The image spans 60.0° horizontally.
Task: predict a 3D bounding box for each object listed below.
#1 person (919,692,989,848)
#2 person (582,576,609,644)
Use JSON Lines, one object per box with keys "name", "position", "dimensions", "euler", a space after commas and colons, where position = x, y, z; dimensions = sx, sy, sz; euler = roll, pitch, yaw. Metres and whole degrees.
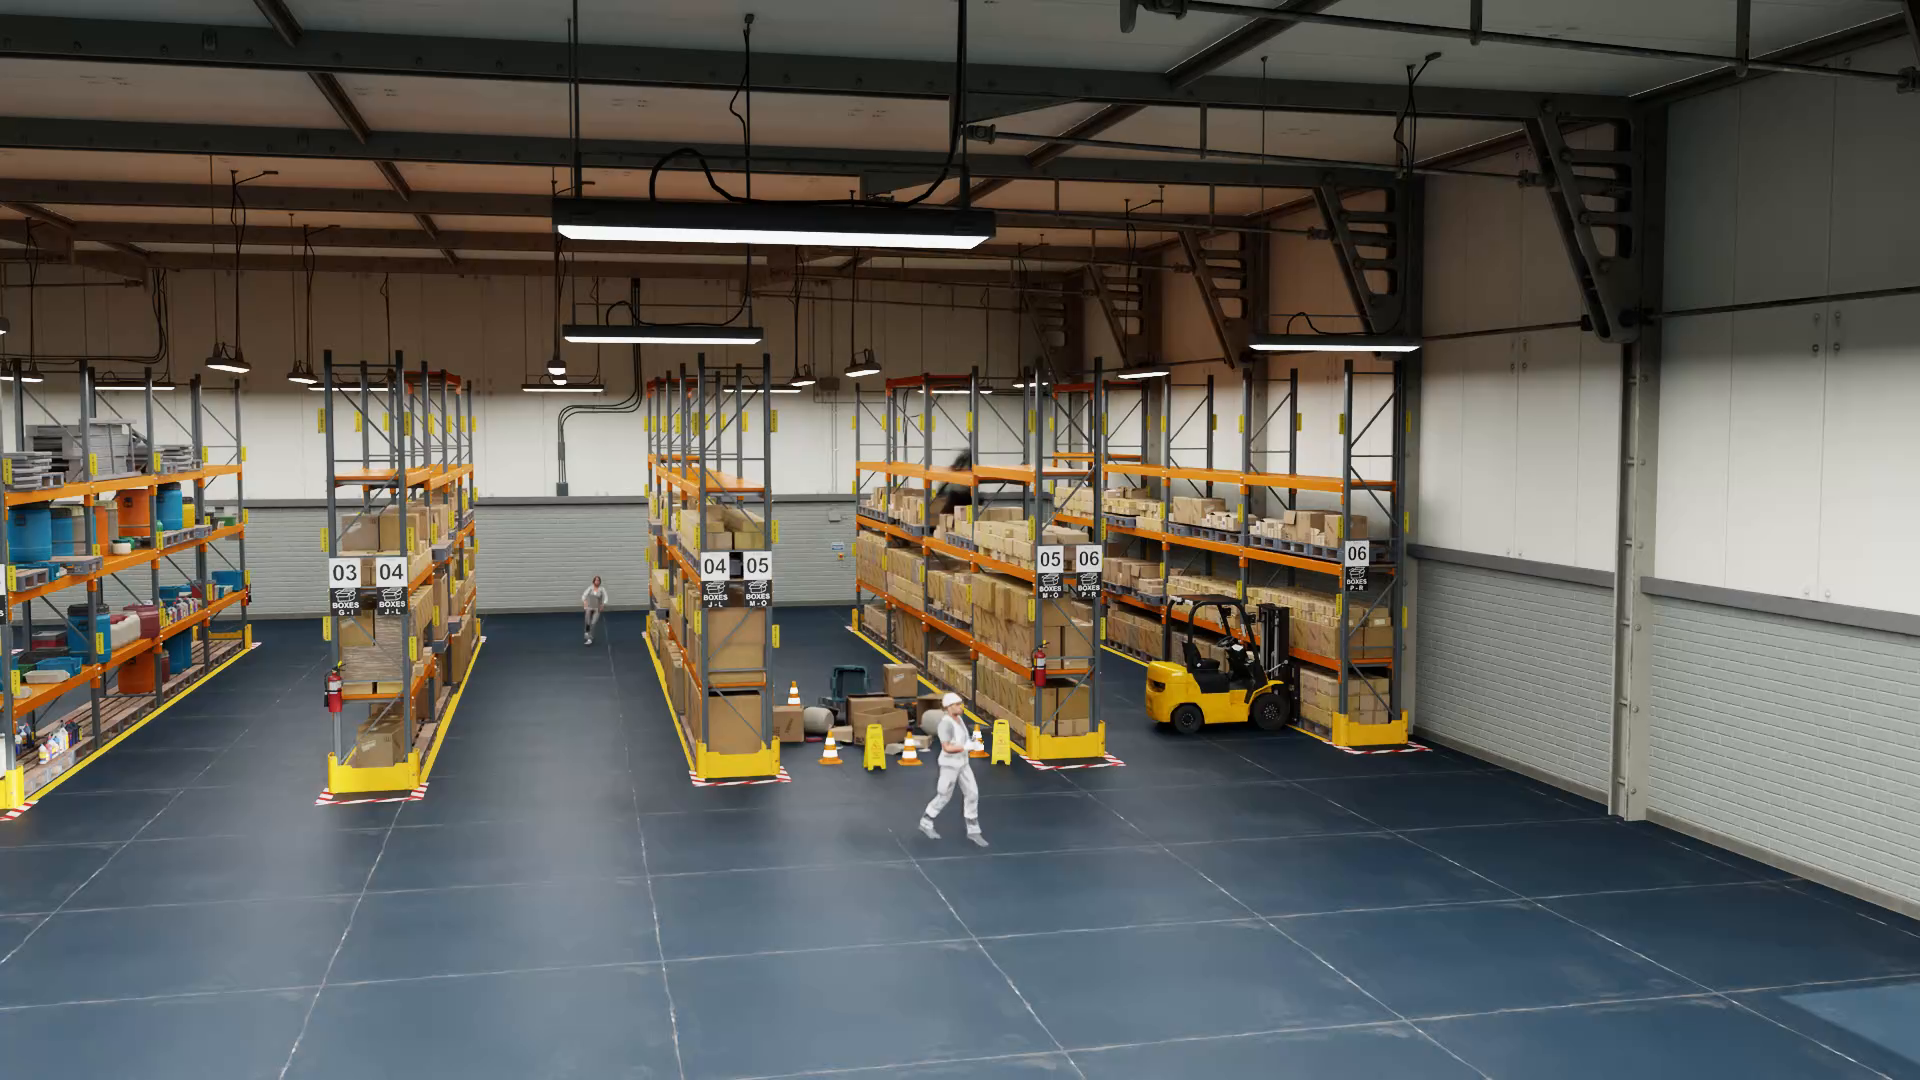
{"name": "person", "position": [-0.083, 2.717, 19.742], "dimensions": [0.862, 1.835, 0.653], "euler": [2, 5, 28]}
{"name": "person", "position": [-8.326, 1.593, 37.985], "dimensions": [0.596, 1.548, 0.509], "euler": [-1, 4, -8]}
